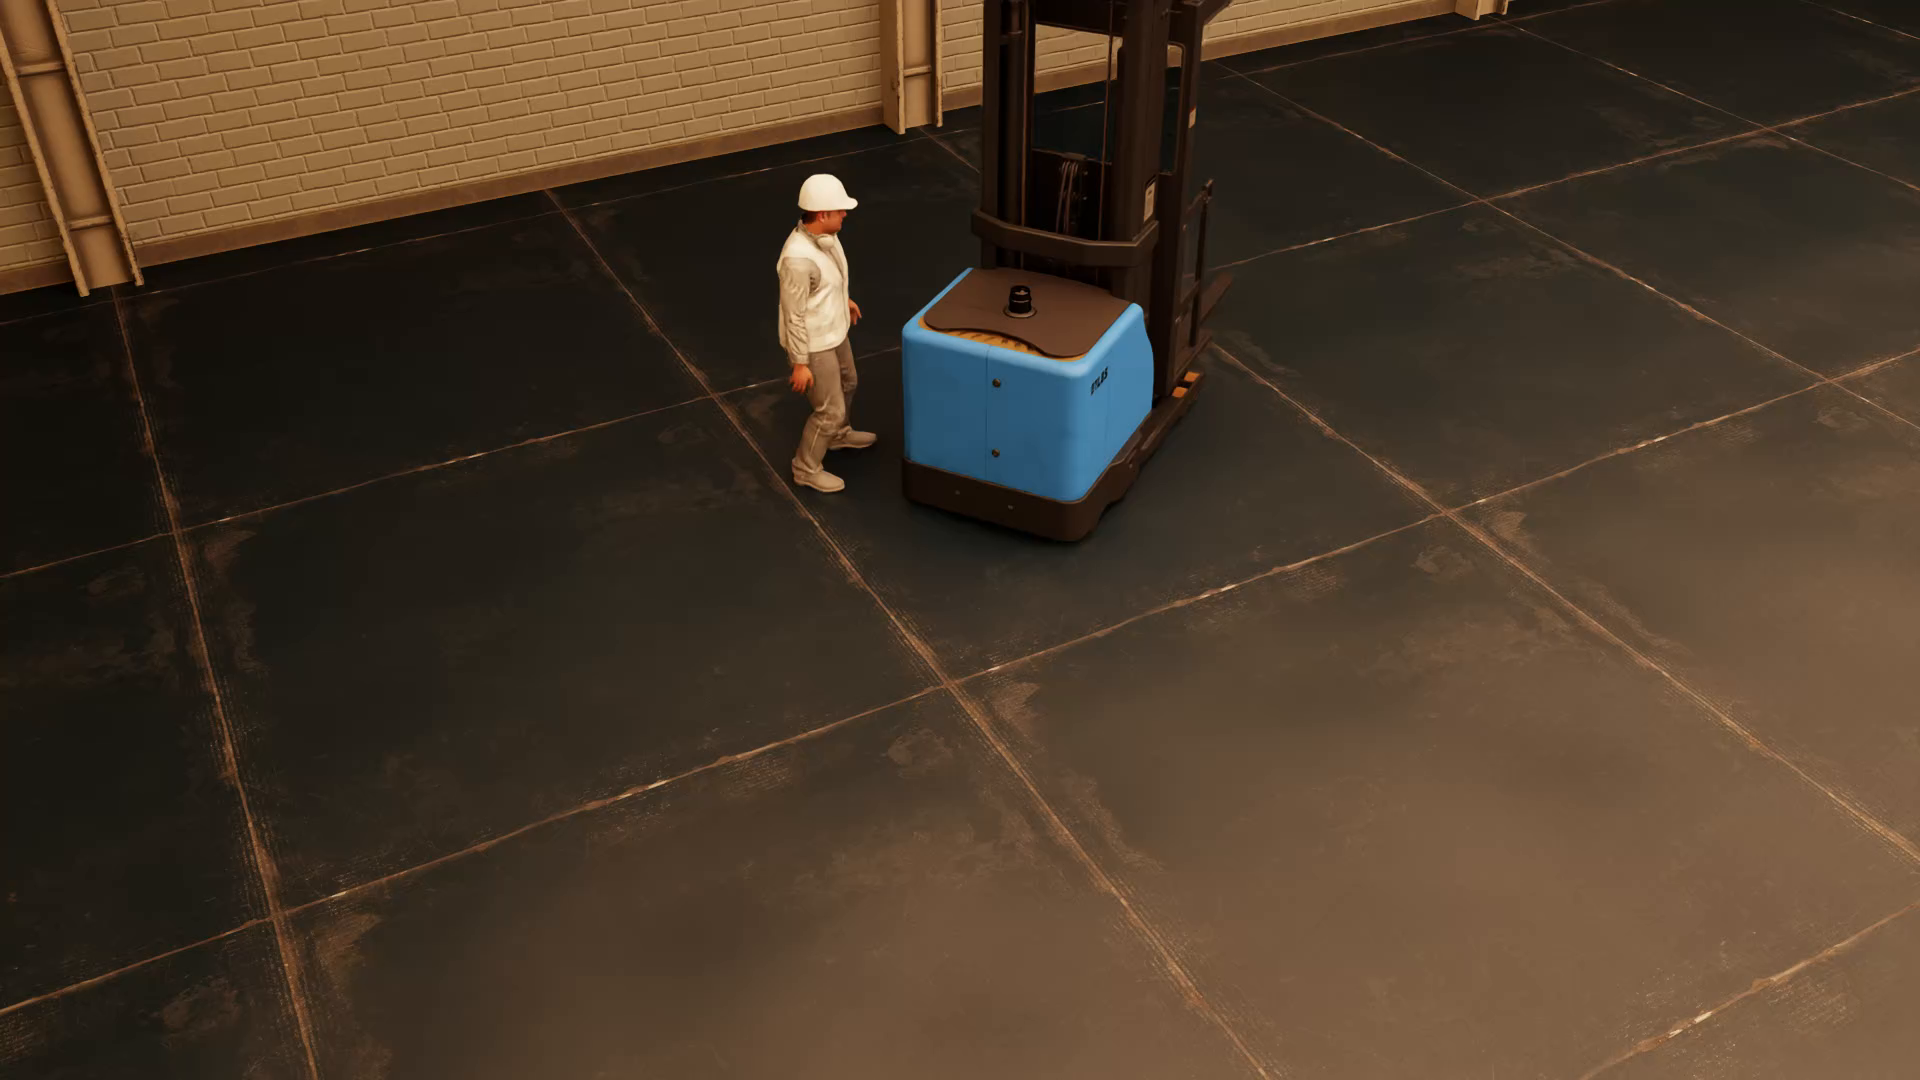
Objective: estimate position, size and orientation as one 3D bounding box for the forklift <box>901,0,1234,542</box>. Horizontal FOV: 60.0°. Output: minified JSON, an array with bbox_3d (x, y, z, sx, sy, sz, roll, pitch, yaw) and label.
[{"bbox_3d":[0.794,-2.025,8.987,1.130,2.935,3.031,16,38,21],"label":"forklift"}]

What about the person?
[{"bbox_3d":[-0.718,-1.085,8.684,0.421,1.748,0.764,5,36,7],"label":"person"}]
